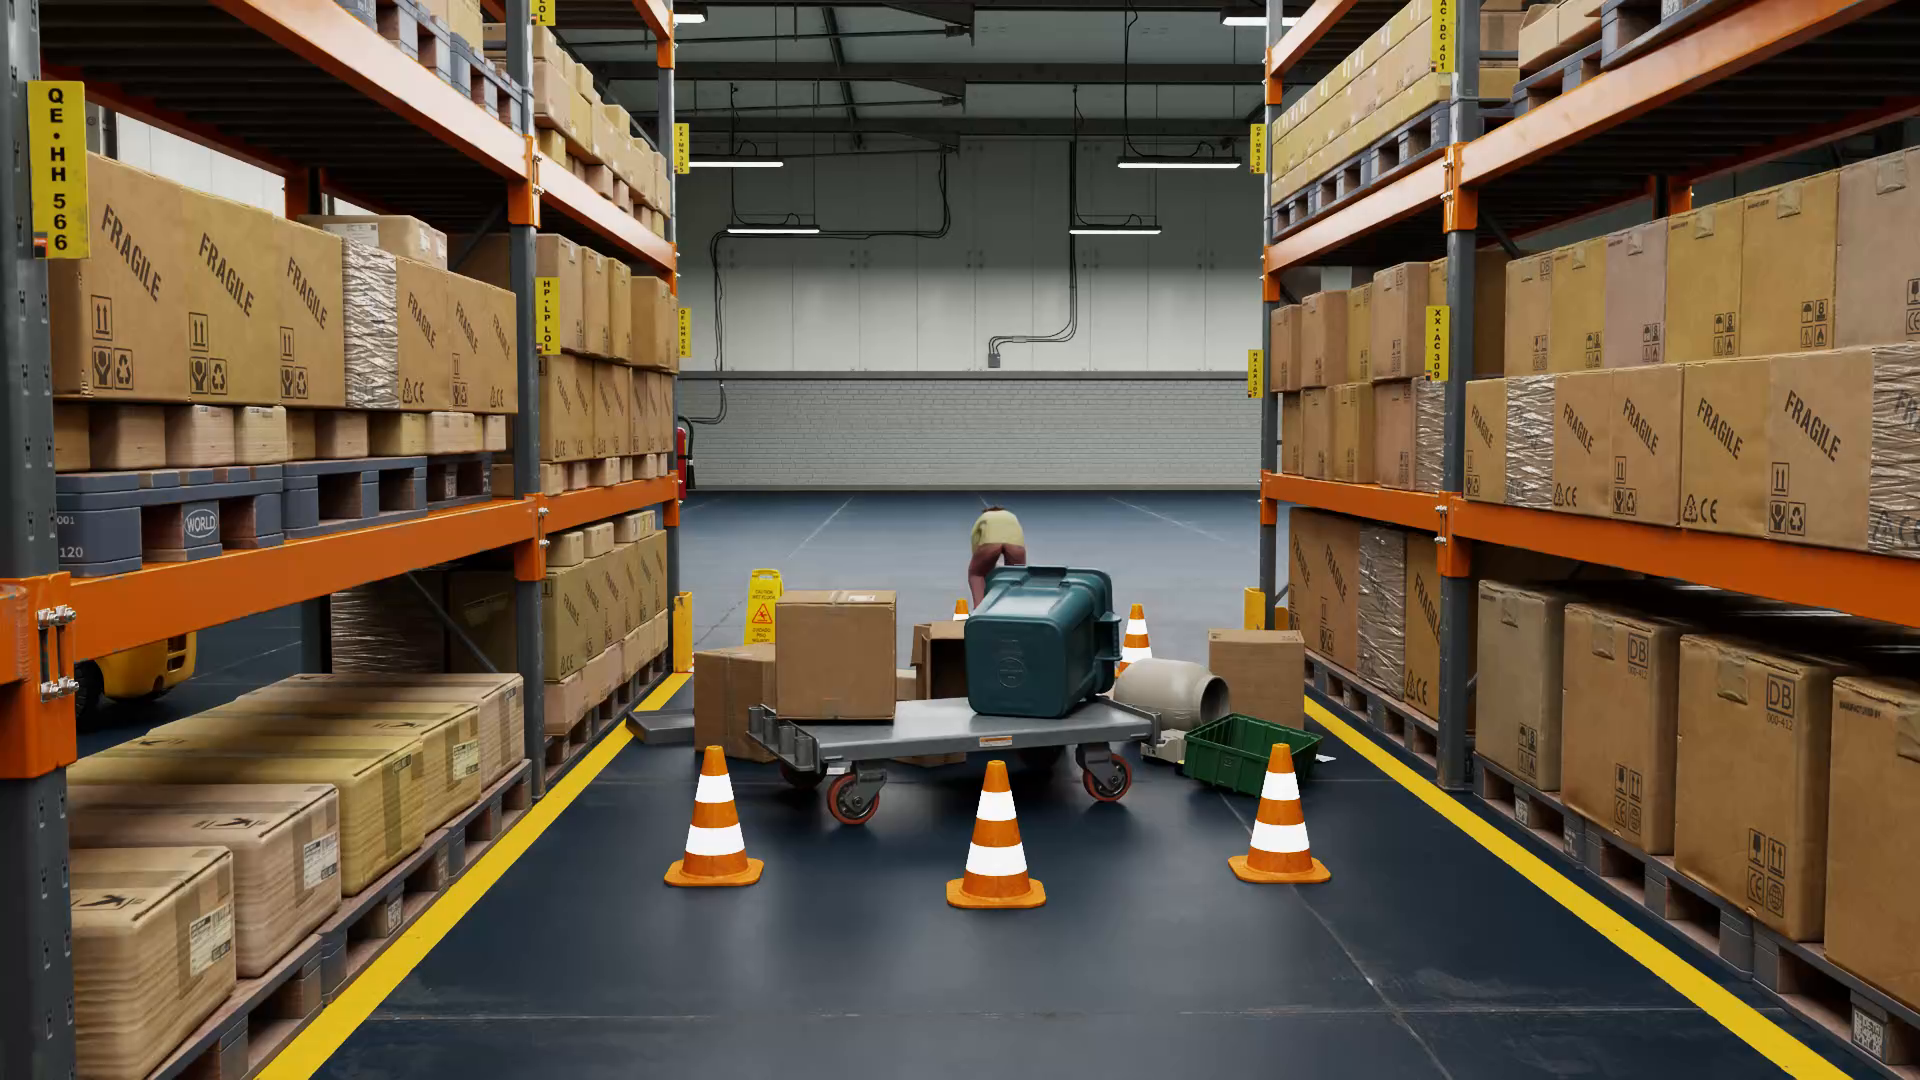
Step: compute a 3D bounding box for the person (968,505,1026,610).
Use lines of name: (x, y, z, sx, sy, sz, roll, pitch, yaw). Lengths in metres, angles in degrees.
person: (0.300, 0.215, 13.407, 0.472, 0.987, 0.868, 0, 4, -4)
